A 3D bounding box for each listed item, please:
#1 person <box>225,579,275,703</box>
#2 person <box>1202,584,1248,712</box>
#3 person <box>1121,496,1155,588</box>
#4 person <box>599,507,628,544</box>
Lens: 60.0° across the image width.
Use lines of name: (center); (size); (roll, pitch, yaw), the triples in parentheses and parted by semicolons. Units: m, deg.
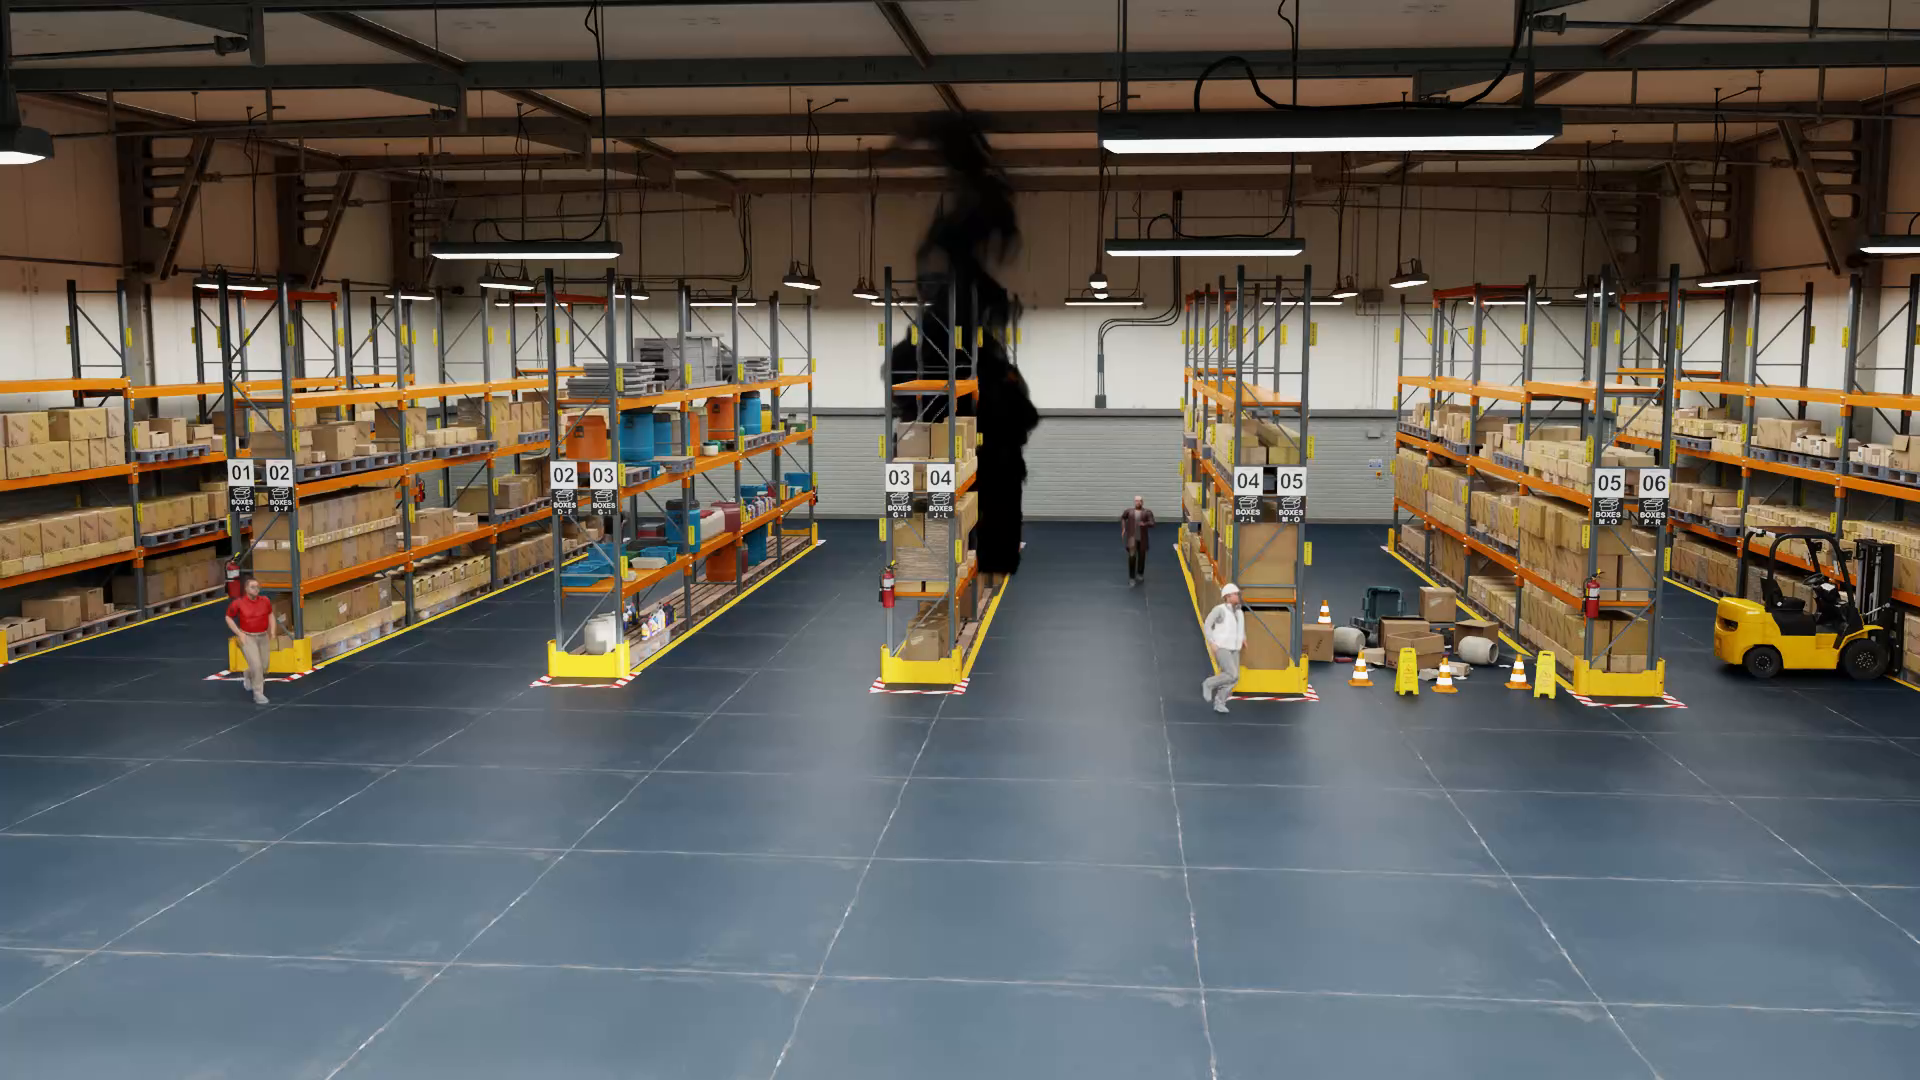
person: (-9.832, 1.414, 23.076); (0.778, 1.624, 0.658); (5, 9, 37)
person: (3.642, 1.445, 22.419); (0.683, 1.699, 0.533); (-5, 9, -38)
person: (3.609, 0.008, 33.771); (0.681, 1.827, 0.909); (1, 7, 4)
person: (-7.366, -0.126, 35.294); (0.635, 1.678, 0.615); (-1, 7, -4)
